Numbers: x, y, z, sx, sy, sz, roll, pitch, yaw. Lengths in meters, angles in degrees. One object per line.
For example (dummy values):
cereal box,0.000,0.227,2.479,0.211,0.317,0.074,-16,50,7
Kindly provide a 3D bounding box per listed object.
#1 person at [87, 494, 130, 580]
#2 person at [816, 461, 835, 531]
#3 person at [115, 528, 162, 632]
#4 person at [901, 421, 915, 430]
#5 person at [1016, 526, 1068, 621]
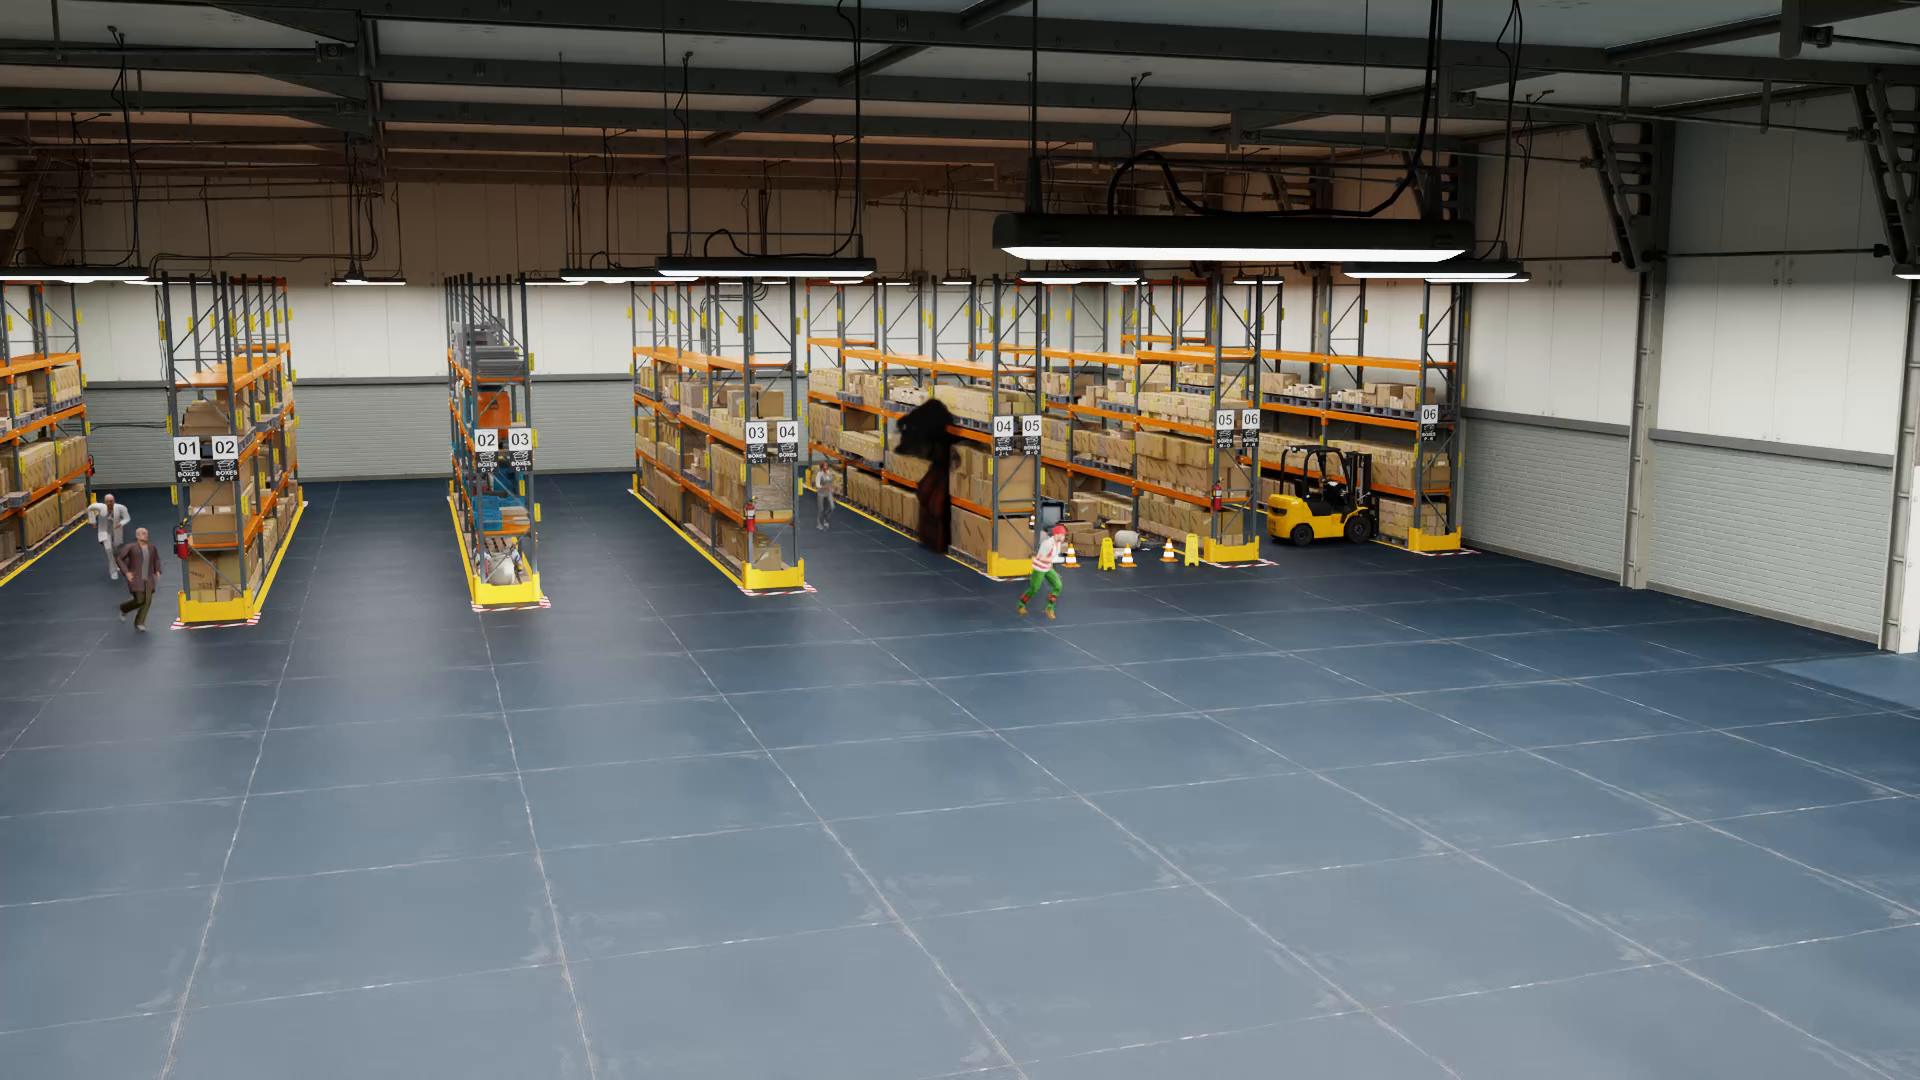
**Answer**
person,-16.981,-0.086,33.241,0.753,1.744,1.055,-4,10,-27
person,-3.028,-0.988,37.501,0.508,1.583,0.698,-6,10,-34
person,-13.834,0.649,28.134,0.741,1.703,0.759,6,10,34
person,-1.640,-2.990,52.077,0.633,1.842,0.763,8,12,43
person,1.439,0.566,28.982,1.010,1.710,0.706,6,10,34
